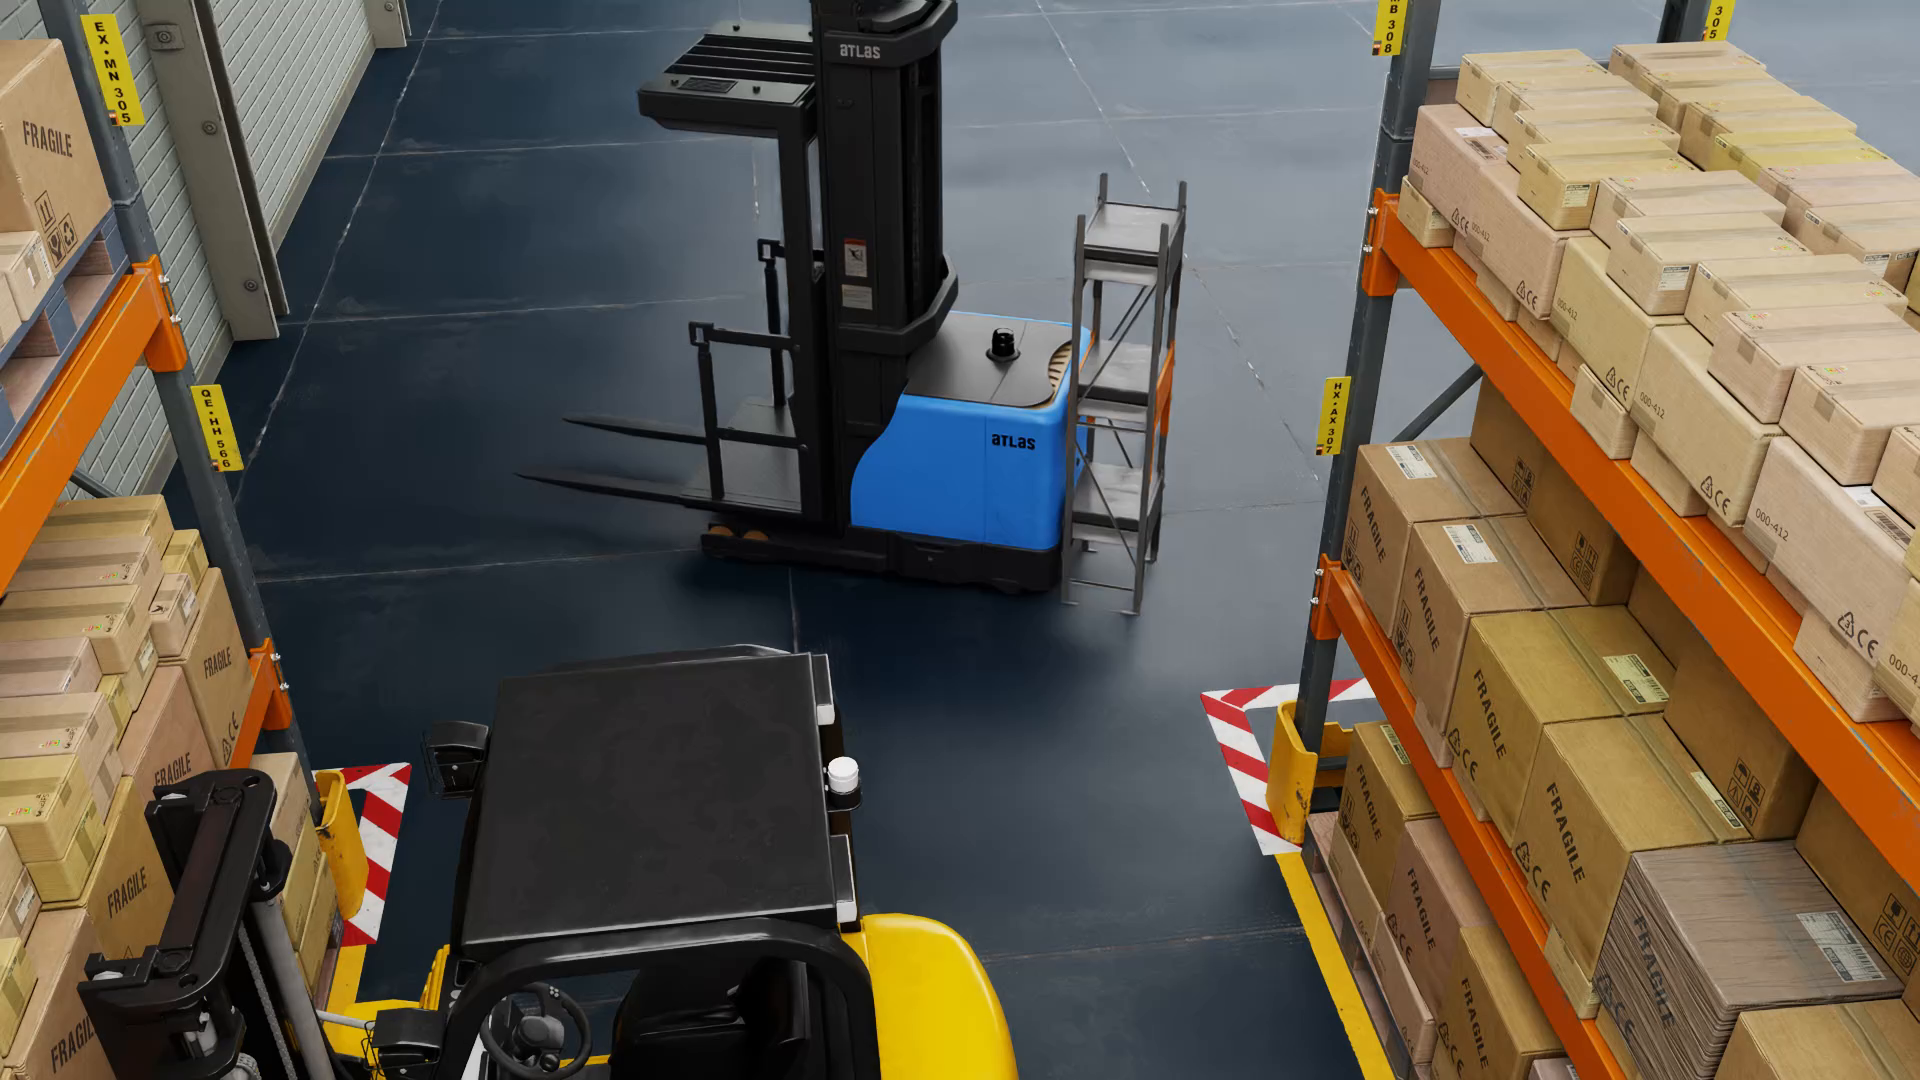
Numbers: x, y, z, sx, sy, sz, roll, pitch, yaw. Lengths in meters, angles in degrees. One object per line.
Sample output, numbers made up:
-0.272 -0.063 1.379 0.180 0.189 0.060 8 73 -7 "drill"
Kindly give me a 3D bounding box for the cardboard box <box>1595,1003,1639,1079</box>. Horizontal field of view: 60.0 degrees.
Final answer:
1.960 1.331 4.485 0.380 0.149 0.250 -5 35 -7 "cardboard box"

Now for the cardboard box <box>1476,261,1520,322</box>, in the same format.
1.760 -0.773 4.909 0.380 0.149 0.250 -3 34 -5 "cardboard box"

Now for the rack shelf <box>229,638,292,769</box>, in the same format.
-2.737 1.654 4.426 1.077 0.370 4.000 -4 35 -6 "rack shelf"

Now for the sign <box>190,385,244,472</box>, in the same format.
-2.467 -0.369 5.517 0.100 0.325 0.005 -4 35 -6 "sign"

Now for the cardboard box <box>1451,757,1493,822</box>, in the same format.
1.812 0.753 5.333 0.380 0.149 0.250 -3 34 -5 "cardboard box"

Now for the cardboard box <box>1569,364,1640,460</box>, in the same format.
1.812 -0.342 4.277 0.380 0.149 0.250 -4 34 -6 "cardboard box"

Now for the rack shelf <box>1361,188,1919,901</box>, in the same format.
2.181 0.037 4.136 1.077 0.370 4.000 -4 35 -6 "rack shelf"

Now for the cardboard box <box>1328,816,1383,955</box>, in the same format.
1.746 1.297 6.381 0.500 0.250 0.500 -5 35 -7 "cardboard box"

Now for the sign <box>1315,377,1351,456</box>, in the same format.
1.374 -0.454 6.112 0.100 0.325 0.005 -4 35 -6 "sign"

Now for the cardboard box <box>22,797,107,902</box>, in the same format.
-2.485 0.818 4.350 0.380 0.149 0.250 -4 34 -6 "cardboard box"

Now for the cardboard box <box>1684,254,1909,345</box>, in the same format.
1.931 -0.537 3.854 0.380 0.149 0.250 -4 34 -5 "cardboard box"

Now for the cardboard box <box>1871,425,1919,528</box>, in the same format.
2.035 -0.111 3.229 0.380 0.149 0.250 -5 35 -7 "cardboard box"

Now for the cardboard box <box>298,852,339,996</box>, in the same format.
-2.630 1.442 6.168 0.500 0.250 0.500 -4 34 -6 "cardboard box"

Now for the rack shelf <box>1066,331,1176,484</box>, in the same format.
0.771 -0.640 7.977 0.431 0.518 0.480 9 35 13 "rack shelf"

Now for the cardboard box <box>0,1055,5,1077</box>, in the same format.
-2.394 1.250 3.717 0.380 0.149 0.250 -5 35 -8 "cardboard box"

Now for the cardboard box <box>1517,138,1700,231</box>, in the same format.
1.740 -0.959 4.474 0.380 0.149 0.250 -4 35 -7 "cardboard box"

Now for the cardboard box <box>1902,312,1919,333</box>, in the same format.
2.459 -0.321 3.891 0.500 0.250 0.500 -4 34 -6 "cardboard box"

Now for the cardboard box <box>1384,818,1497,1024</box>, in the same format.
1.825 1.292 5.723 0.500 0.500 0.500 -6 35 -8 "cardboard box"

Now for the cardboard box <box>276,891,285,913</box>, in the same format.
-2.561 1.308 5.476 0.500 0.250 0.500 -4 34 -6 "cardboard box"

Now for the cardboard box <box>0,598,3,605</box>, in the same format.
-3.121 0.274 5.149 0.380 0.149 0.250 -4 35 -6 "cardboard box"

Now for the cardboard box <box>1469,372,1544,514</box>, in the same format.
2.197 -0.446 5.629 0.700 0.500 0.500 -5 35 -8 "cardboard box"

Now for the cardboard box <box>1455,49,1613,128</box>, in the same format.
1.758 -1.388 5.104 0.380 0.149 0.250 -5 35 -7 "cardboard box"

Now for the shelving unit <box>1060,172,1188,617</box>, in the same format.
0.771 -0.651 7.969 0.431 2.100 0.503 9 35 13 "shelving unit"

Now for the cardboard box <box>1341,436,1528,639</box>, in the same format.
1.701 -0.016 5.885 0.500 0.500 0.500 -5 35 -7 "cardboard box"

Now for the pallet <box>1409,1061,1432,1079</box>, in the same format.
2.157 2.193 5.473 1.003 0.211 1.213 -4 35 -6 "pallet"

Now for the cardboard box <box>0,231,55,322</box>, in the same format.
-2.594 -0.670 4.296 0.380 0.149 0.250 -5 35 -8 "cardboard box"

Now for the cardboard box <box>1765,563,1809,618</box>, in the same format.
2.030 0.080 3.657 0.380 0.149 0.250 -4 34 -5 "cardboard box"

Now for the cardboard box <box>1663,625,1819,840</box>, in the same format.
2.358 0.403 4.383 0.700 0.500 0.500 -5 35 -7 "cardboard box"

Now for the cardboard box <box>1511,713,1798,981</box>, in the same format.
1.920 0.840 4.629 0.500 0.500 0.500 -5 35 -7 "cardboard box"

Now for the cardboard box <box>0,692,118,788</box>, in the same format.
-2.518 0.553 4.474 0.380 0.149 0.250 -4 34 -5 "cardboard box"

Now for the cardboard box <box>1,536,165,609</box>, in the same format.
-2.685 0.128 5.098 0.380 0.149 0.250 -4 35 -6 "cardboard box"

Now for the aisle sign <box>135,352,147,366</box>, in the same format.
-2.724 -0.892 5.216 0.394 0.787 0.004 -4 35 -6 "aisle sign"

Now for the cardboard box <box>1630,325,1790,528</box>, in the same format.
1.917 -0.281 3.833 0.500 0.250 0.500 -4 34 -5 "cardboard box"

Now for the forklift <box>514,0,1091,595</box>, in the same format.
-0.871 -1.370 8.287 3.031 2.935 1.130 8 35 11 "forklift"

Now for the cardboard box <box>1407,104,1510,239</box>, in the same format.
1.715 -1.137 5.088 0.500 0.250 0.500 -5 35 -7 "cardboard box"

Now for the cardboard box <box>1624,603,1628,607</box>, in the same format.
2.321 0.261 5.480 0.500 0.500 0.500 -4 35 -6 "cardboard box"

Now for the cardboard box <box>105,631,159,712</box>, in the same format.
-2.644 0.394 4.972 0.380 0.149 0.250 -4 34 -5 "cardboard box"

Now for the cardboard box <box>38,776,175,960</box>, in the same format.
-2.550 1.031 4.614 0.500 0.500 0.500 -5 35 -7 "cardboard box"

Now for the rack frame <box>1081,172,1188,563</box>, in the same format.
0.836 -0.783 8.163 0.400 2.100 0.015 9 35 13 "rack frame"

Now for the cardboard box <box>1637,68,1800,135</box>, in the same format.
2.246 -1.289 4.958 0.380 0.149 0.250 -4 34 -6 "cardboard box"

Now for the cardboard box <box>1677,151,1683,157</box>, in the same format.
2.248 -1.172 5.141 0.500 0.250 0.500 -5 35 -7 "cardboard box"

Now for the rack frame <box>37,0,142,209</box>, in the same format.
-3.006 -2.238 4.172 1.000 3.000 0.127 -4 35 -6 "rack frame"

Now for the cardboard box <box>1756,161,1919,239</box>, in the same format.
2.308 -0.865 4.336 0.380 0.149 0.250 -4 35 -6 "cardboard box"

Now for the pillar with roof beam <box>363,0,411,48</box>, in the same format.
-1.154 -8.804 13.806 9.100 9.000 0.400 -4 35 -6 "pillar with roof beam"
